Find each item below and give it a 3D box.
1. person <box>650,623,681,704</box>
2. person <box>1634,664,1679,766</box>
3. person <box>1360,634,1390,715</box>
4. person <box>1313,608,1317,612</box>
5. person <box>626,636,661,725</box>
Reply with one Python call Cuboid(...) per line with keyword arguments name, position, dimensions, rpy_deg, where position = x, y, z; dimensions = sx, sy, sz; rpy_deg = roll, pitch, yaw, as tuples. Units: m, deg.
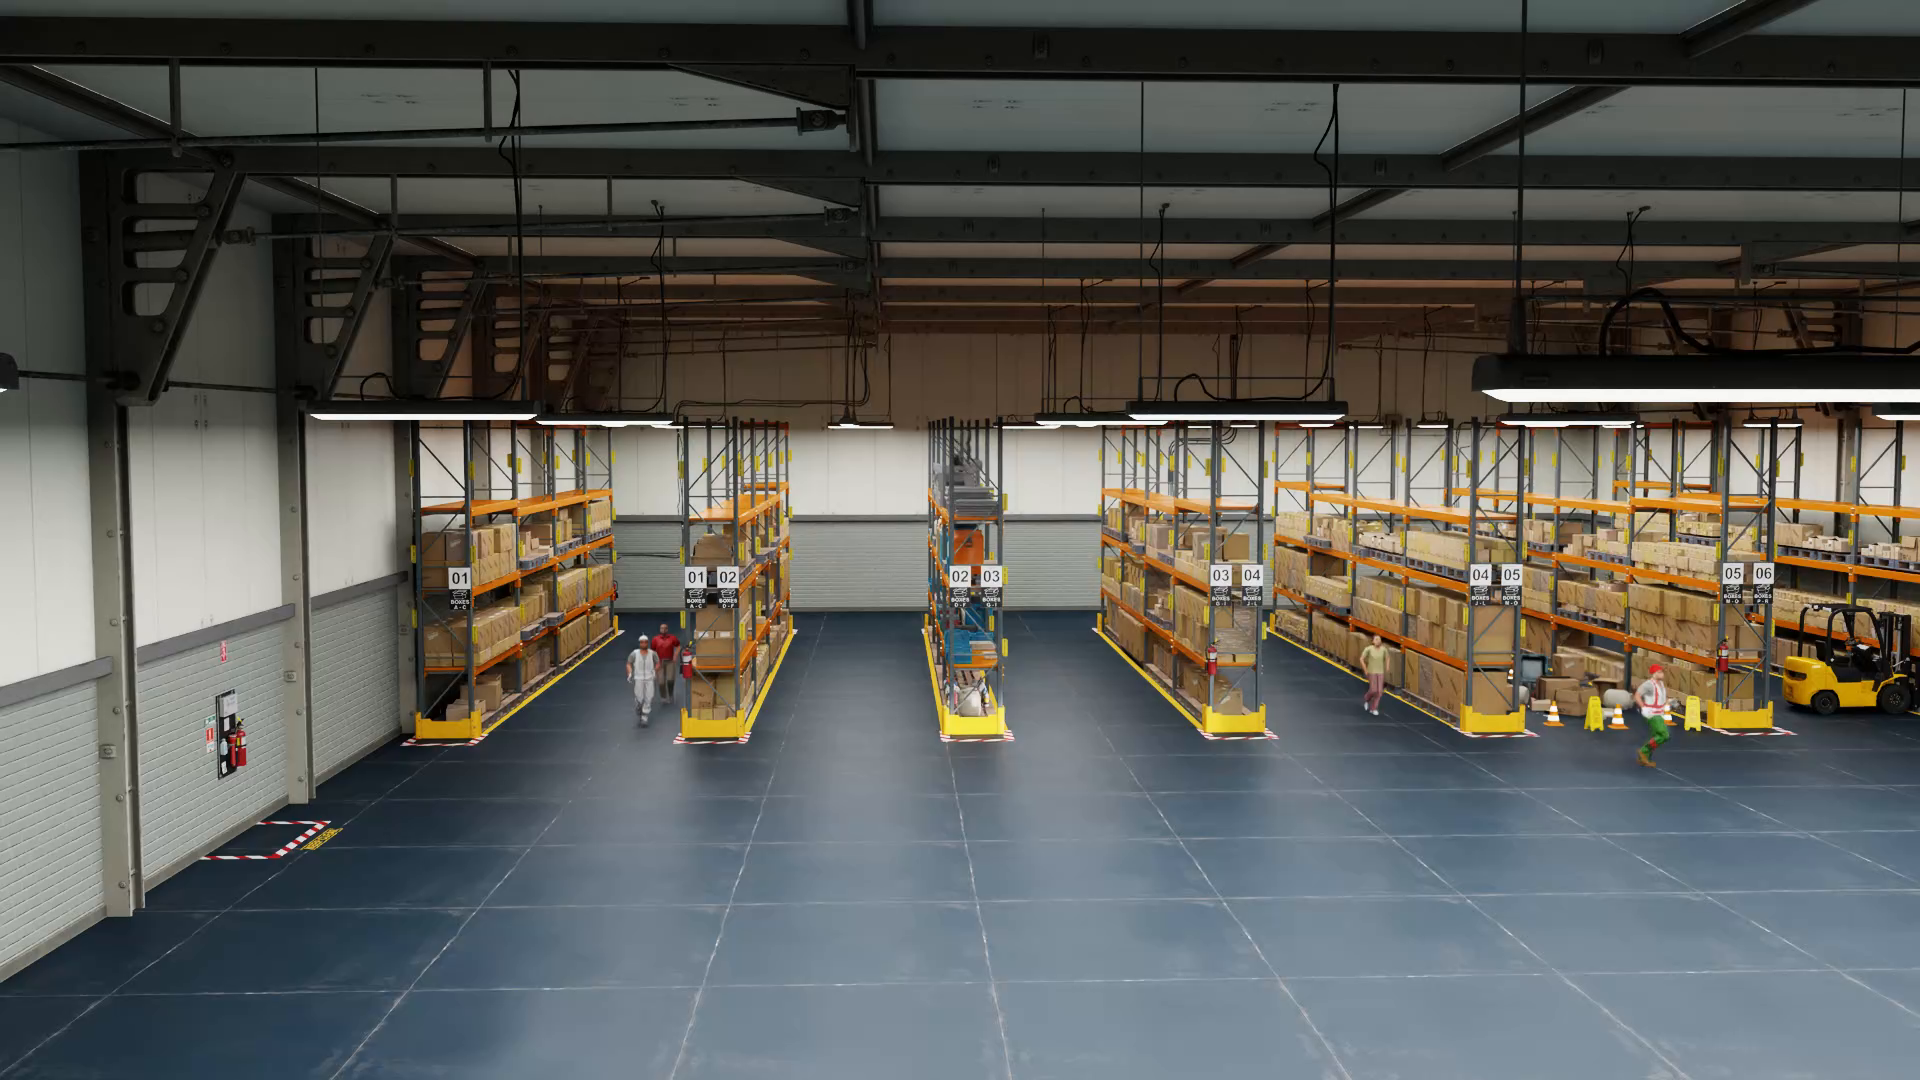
Cuboid(name="person", position=(-6.170, 2.605, 34.798), dimensions=(0.640, 1.705, 0.645), rpy_deg=(-1, 4, -8))
Cuboid(name="person", position=(11.891, 2.988, 28.324), dimensions=(0.612, 1.748, 0.631), rpy_deg=(4, 5, 44))
Cuboid(name="person", position=(8.432, 2.711, 33.689), dimensions=(0.593, 1.637, 0.538), rpy_deg=(0, 4, -7))
Cuboid(name="person", position=(10.378, 1.764, 48.824), dimensions=(0.529, 1.531, 0.589), rpy_deg=(-3, 5, -42))
Cuboid(name="person", position=(-6.178, 2.734, 32.526), dimensions=(0.658, 1.738, 0.600), rpy_deg=(-1, 4, -16))
